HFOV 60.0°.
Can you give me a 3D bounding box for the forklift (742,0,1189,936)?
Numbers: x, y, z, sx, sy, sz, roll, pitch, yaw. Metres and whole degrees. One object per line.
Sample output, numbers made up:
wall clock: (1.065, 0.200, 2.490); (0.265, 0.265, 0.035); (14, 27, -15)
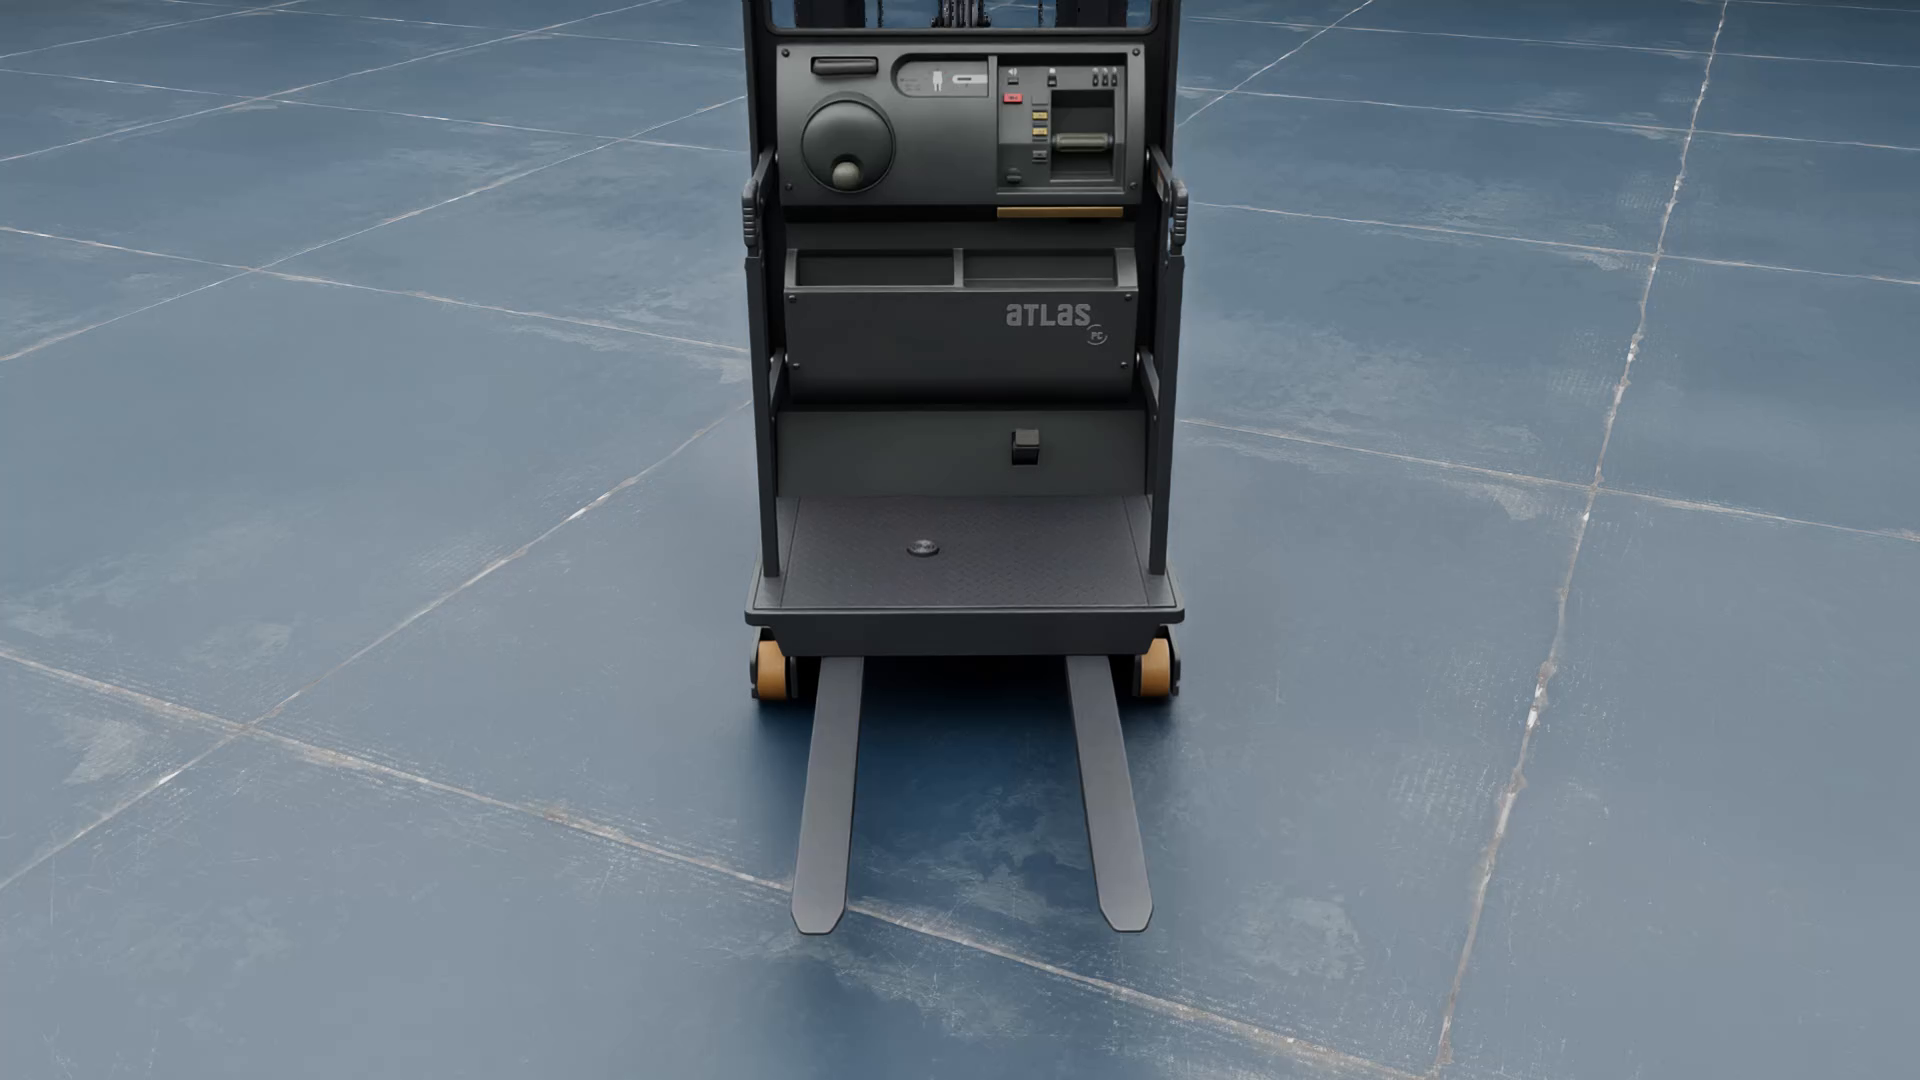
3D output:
forklift: (0.007, -1.028, 4.019); (1.130, 2.935, 3.031); (0, 26, -1)
